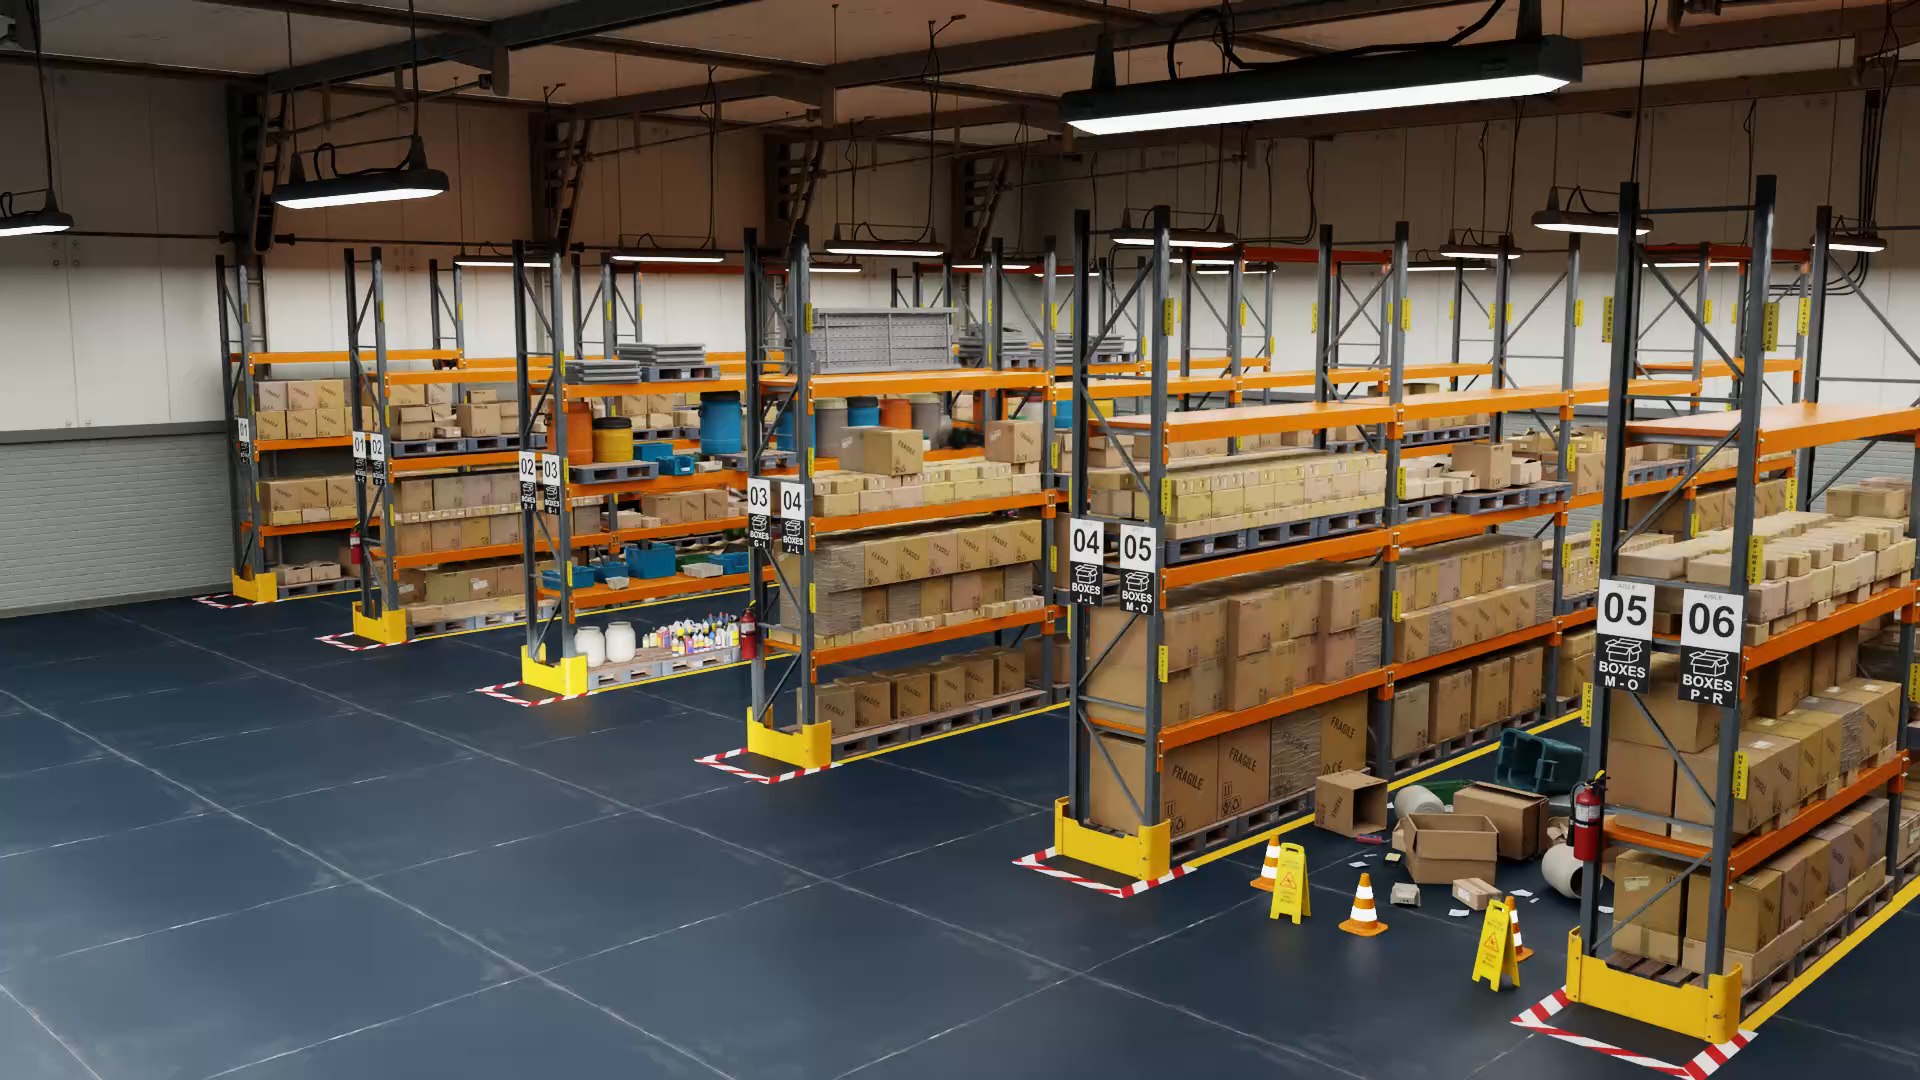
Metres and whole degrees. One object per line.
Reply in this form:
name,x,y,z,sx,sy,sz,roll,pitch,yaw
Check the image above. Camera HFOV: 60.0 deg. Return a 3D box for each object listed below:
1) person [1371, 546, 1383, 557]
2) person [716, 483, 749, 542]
person,6.259,0.798,25.004,0.582,1.642,0.620,6,10,38
person,-4.703,-0.518,34.458,0.636,1.615,0.920,3,9,20
